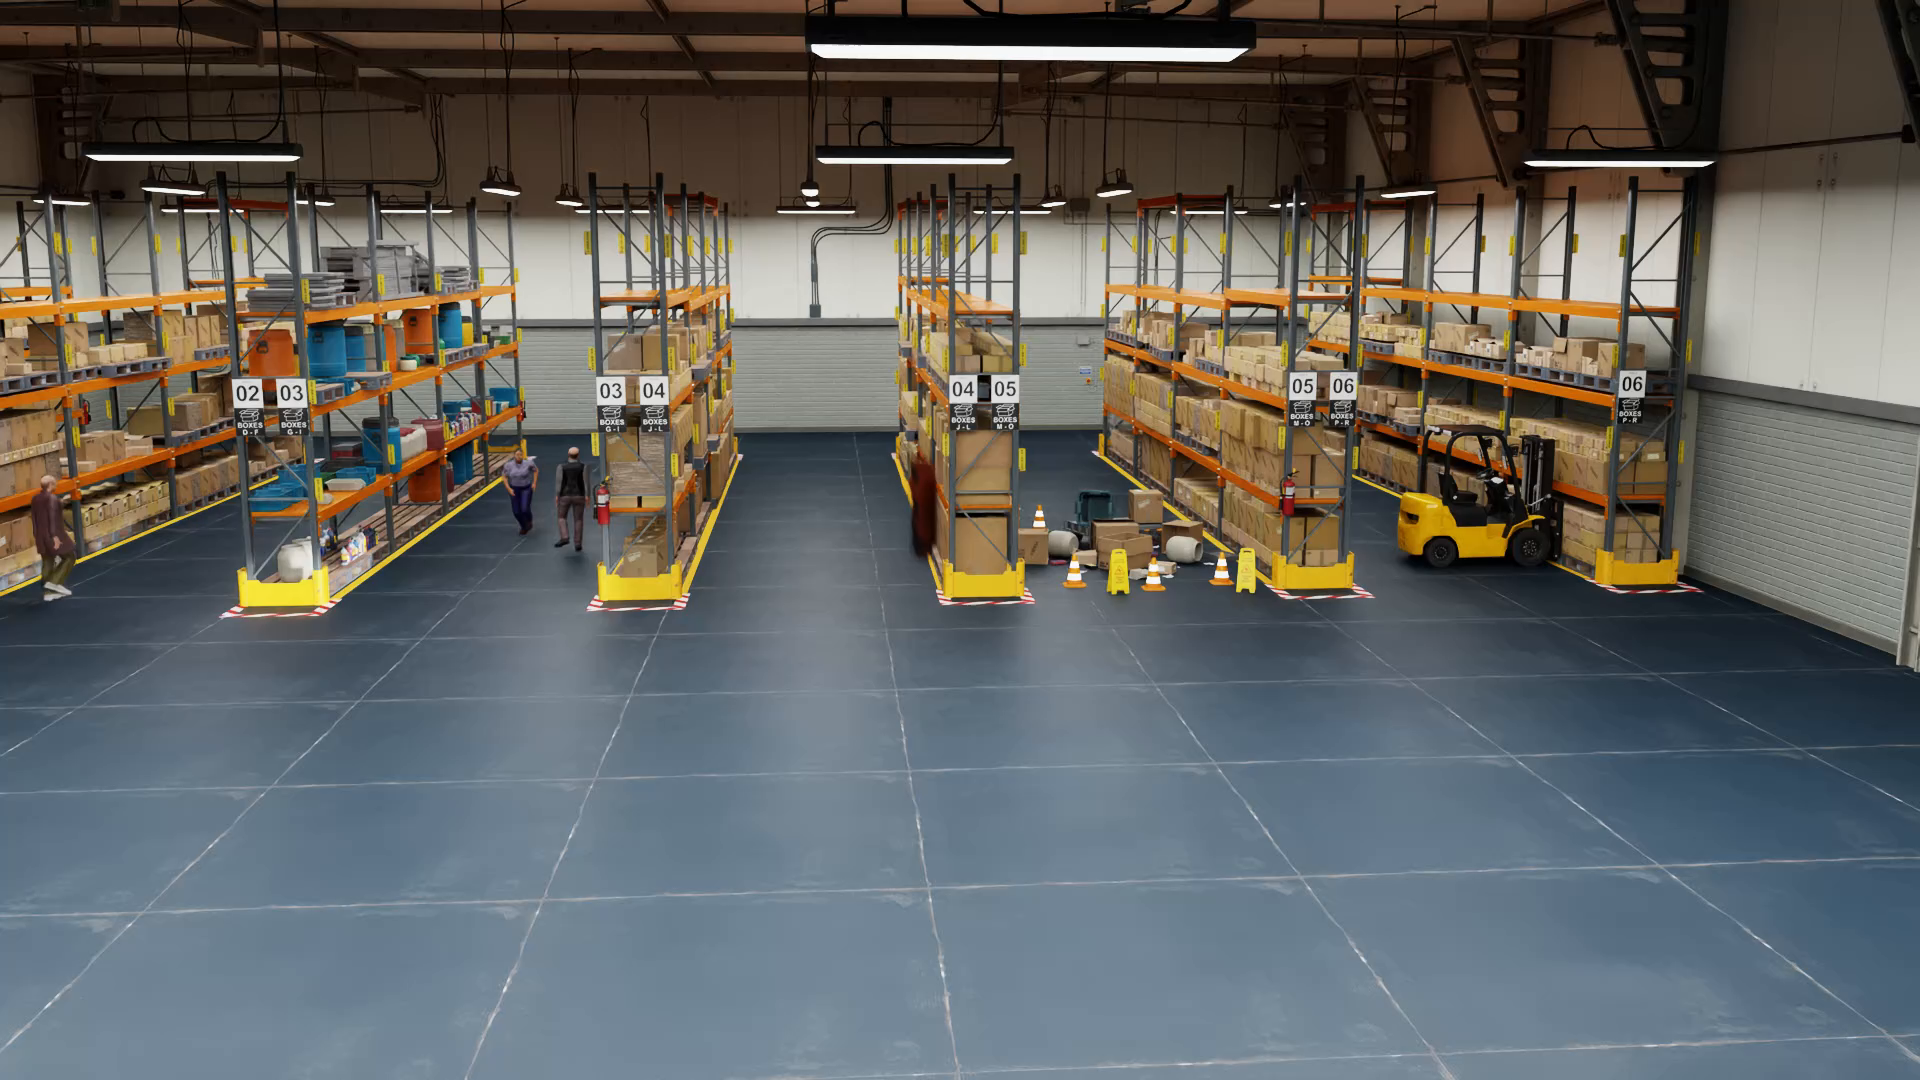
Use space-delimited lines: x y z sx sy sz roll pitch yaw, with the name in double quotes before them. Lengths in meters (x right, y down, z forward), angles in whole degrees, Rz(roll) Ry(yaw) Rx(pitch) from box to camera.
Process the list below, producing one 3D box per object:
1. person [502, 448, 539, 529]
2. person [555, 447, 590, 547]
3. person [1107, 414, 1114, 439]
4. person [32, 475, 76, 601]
"person" -7.682 -0.892 29.102 0.573 1.497 0.614 0 10 1
"person" -6.426 -0.716 27.613 0.571 1.665 0.423 -2 10 -13
"person" 3.968 -3.444 43.395 0.393 1.709 0.492 -5 11 -28
"person" -13.000 -0.029 23.725 0.618 1.767 0.555 2 10 10
